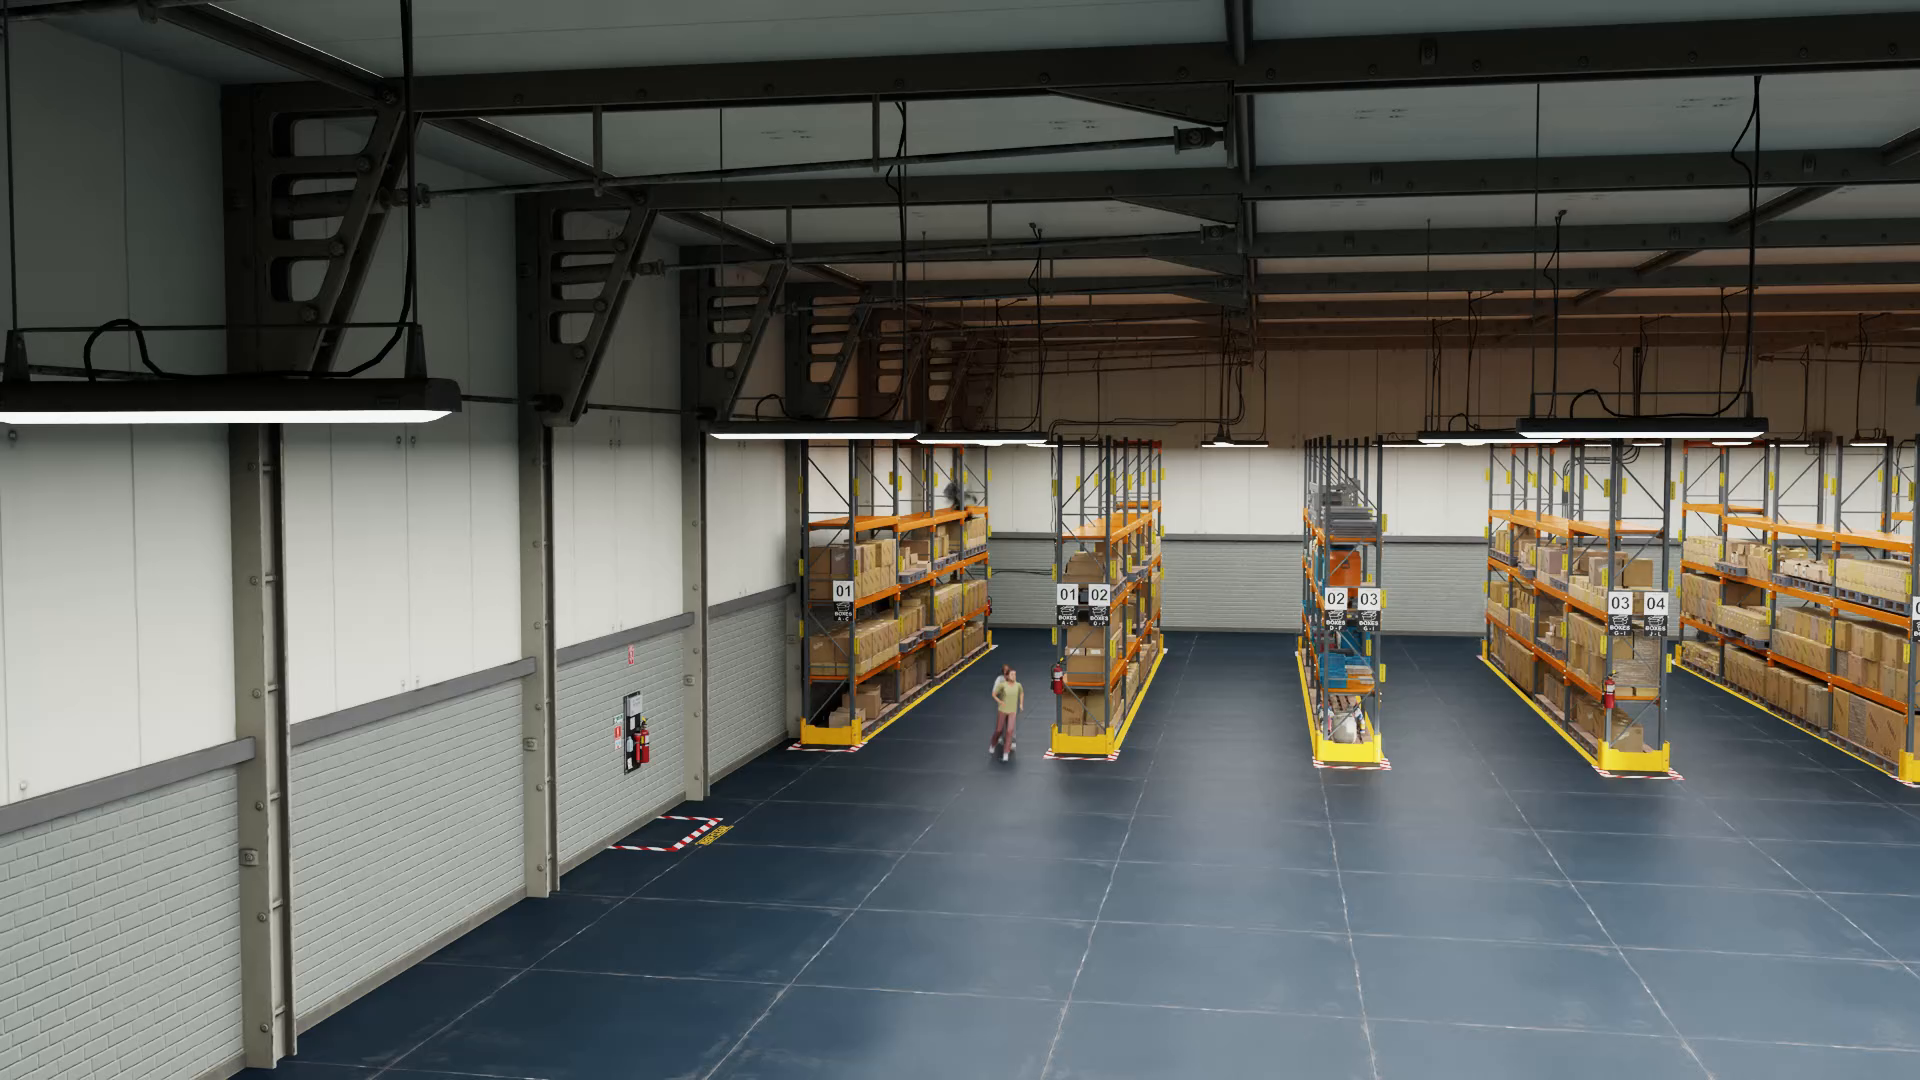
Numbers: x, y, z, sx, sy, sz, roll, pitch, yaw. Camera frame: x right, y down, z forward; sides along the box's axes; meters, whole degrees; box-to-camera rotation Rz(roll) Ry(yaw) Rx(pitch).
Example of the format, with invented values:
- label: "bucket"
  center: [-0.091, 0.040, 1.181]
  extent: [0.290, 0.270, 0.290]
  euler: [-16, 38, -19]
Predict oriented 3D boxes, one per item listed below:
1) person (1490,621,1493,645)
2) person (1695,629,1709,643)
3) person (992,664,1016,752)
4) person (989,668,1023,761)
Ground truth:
- label: "person"
  center: [15.090, 2.333, 46.707]
  extent: [0.542, 1.747, 0.687]
  euler: [1, 3, 20]
- label: "person"
  center: [20.499, 2.498, 45.688]
  extent: [0.653, 1.650, 0.739]
  euler: [2, 4, 37]
- label: "person"
  center: [0.875, 3.189, 31.889]
  extent: [0.533, 1.642, 0.706]
  euler: [0, 3, -9]
- label: "person"
  center: [0.900, 3.209, 30.919]
  extent: [0.640, 1.650, 0.947]
  euler: [0, 3, -8]
